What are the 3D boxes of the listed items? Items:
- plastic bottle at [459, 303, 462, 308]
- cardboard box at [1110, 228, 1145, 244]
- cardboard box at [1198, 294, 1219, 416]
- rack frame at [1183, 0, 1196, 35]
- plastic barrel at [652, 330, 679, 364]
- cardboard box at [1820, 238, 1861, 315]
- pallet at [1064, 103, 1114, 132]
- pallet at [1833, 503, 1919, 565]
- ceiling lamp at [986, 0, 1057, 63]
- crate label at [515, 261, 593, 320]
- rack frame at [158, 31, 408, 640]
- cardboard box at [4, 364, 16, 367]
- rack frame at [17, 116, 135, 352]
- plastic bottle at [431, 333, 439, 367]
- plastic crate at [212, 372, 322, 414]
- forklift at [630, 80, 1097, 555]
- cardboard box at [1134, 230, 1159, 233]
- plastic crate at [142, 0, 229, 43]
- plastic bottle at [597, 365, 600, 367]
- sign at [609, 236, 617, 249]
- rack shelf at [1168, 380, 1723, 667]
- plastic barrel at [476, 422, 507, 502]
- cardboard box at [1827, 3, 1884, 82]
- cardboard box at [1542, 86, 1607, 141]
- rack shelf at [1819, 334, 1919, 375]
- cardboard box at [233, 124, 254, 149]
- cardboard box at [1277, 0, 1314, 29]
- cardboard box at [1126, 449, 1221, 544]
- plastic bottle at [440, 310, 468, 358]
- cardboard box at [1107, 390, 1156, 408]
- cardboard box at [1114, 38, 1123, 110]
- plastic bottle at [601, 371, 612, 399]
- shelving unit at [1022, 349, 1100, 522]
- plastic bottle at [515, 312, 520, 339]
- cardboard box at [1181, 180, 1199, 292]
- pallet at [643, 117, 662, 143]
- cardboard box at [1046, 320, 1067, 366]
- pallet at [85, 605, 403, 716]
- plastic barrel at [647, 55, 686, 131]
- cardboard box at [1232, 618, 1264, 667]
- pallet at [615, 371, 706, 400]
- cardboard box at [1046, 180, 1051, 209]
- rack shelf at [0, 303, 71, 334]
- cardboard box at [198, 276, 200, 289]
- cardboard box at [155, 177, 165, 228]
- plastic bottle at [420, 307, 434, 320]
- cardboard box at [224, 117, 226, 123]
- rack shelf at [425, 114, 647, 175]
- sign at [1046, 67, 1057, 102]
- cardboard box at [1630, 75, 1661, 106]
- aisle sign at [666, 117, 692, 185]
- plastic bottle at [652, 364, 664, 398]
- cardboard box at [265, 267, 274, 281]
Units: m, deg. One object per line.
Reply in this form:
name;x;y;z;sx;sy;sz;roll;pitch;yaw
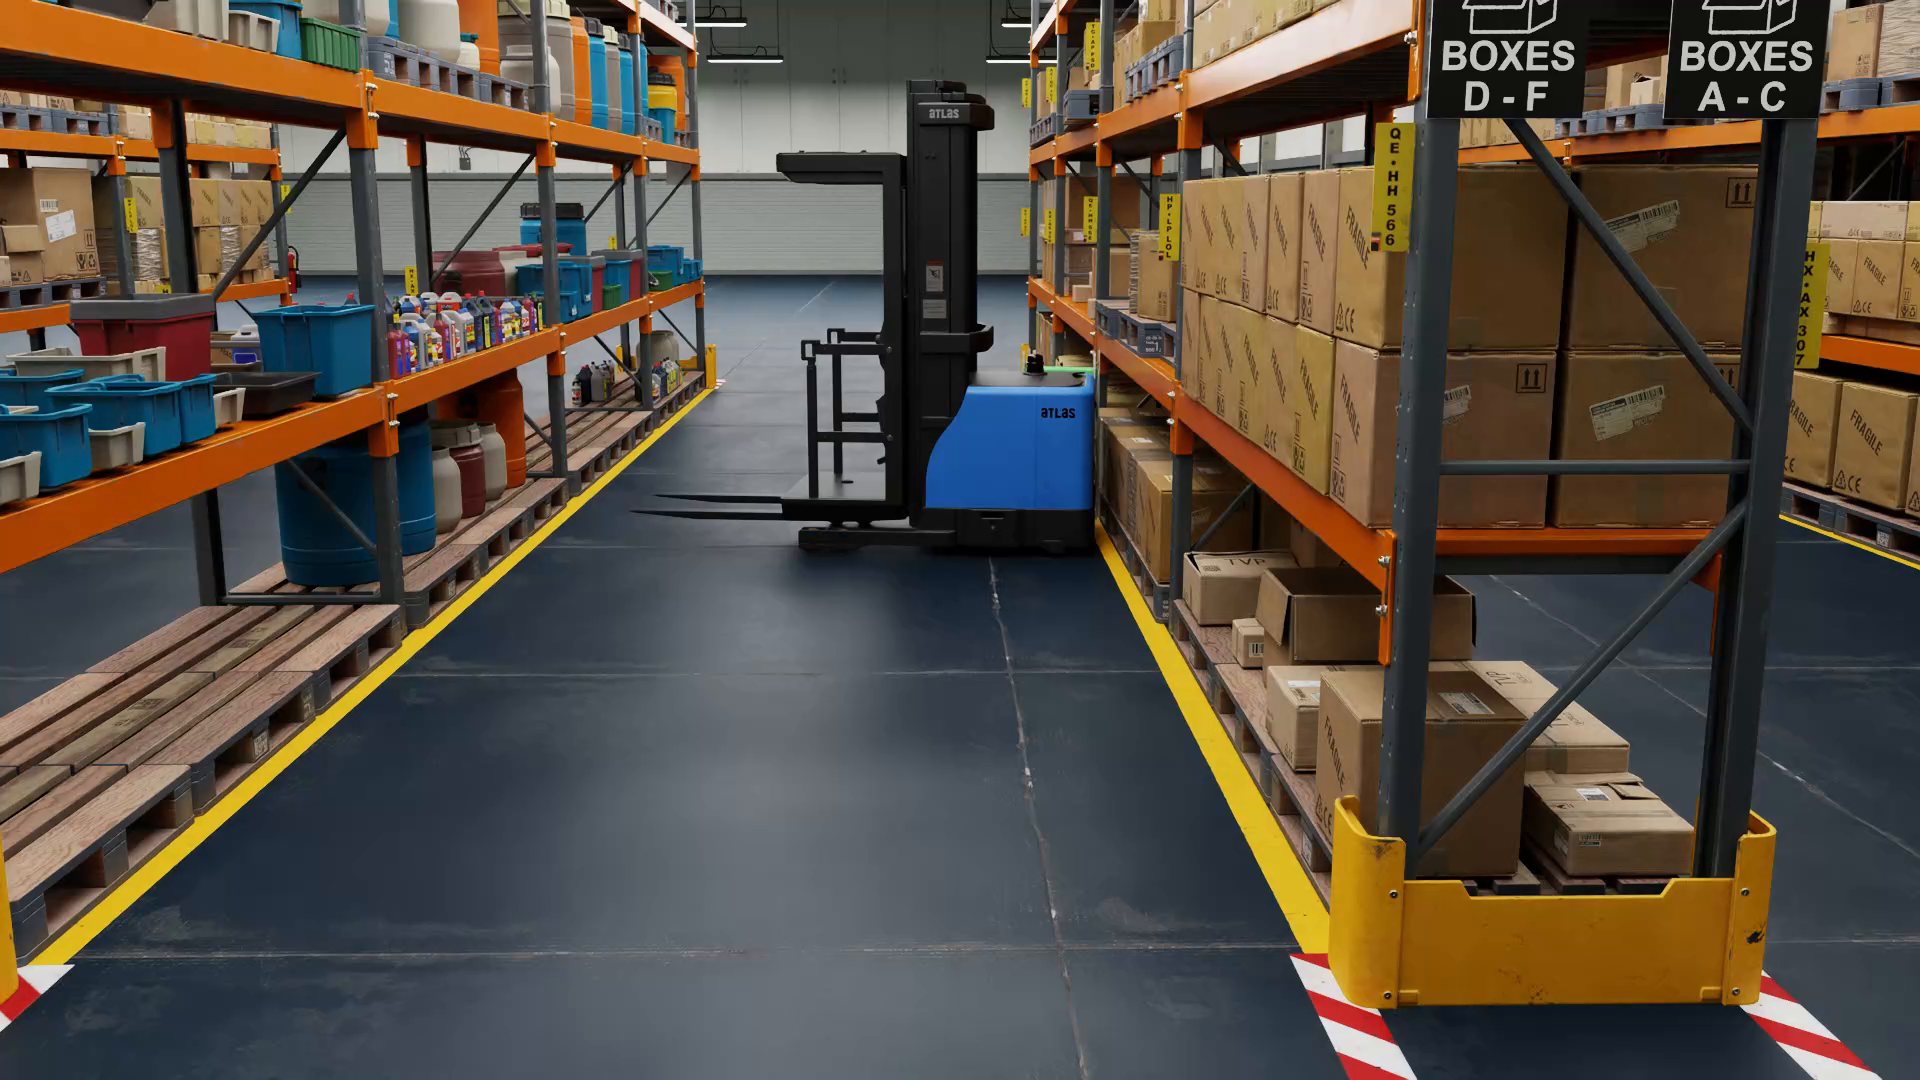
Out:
plastic bottle;-3.126;-1.357;10.496;0.061;0.283;0.133;0;11;-1
cardboard box;1.613;-2.993;16.385;0.380;0.149;0.250;0;11;-1
cardboard box;1.342;-0.826;7.337;0.500;0.500;0.500;0;11;0
rack frame;1.590;-3.922;7.757;1.000;3.000;0.127;0;11;-1
plastic barrel;-3.520;-2.203;19.577;0.421;0.512;0.421;0;11;0
cardboard box;6.216;-1.801;11.341;0.500;0.500;0.500;0;11;1
pallet;1.378;-3.511;13.752;1.003;0.211;1.213;0;11;1
pallet;6.423;-0.032;10.687;1.003;0.211;1.213;0;11;-1
ceiling lamp;1.675;-14.228;43.878;2.000;3.185;0.800;0;11;-1
crate label;-3.195;-1.973;13.151;0.502;0.435;0.616;0;11;-1
rack frame;-3.362;-0.962;8.257;1.000;3.000;0.127;0;11;-1
cardboard box;-8.488;-1.400;15.598;0.700;0.500;0.500;-1;12;-6
rack frame;-8.479;-2.532;15.995;1.000;3.000;0.127;0;11;-1
plastic bottle;-2.975;-1.073;9.306;0.097;0.201;0.097;0;11;0
plastic crate;-3.070;-0.635;7.187;0.437;0.125;0.590;0;11;-1
forklift;-0.623;-1.447;10.821;3.031;2.935;1.130;1;12;5
cardboard box;1.633;-1.907;11.606;0.700;0.500;0.500;-4;12;-20
plastic crate;-3.017;-2.021;6.229;0.437;0.282;0.530;0;11;-1
plastic bottle;-3.871;-1.736;17.827;0.097;0.271;0.097;0;11;0
sign;-4.160;-3.482;19.980;0.100;0.325;0.005;0;11;-1
rack shelf;1.632;-0.231;6.465;1.077;0.370;4.000;0;11;-1
plastic barrel;-3.317;-0.535;11.351;0.421;0.512;0.421;0;11;0
cardboard box;6.527;-3.438;11.560;0.700;0.500;0.500;-1;12;-6
cardboard box;6.120;-4.222;16.478;0.500;0.500;0.500;0;11;0
rack shelf;6.502;-1.048;10.488;1.077;0.370;4.000;0;11;-1
cardboard box;-8.285;-4.530;18.675;0.500;0.250;0.500;0;11;-1
cardboard box;1.376;-1.883;5.628;0.500;0.250;0.500;0;11;-1
cardboard box;1.282;-0.267;10.012;0.500;0.500;0.500;0;11;0
plastic bottle;-3.015;-1.225;9.865;0.152;0.276;0.135;0;11;-1
cardboard box;1.251;-1.013;12.957;0.500;0.311;0.500;0;11;0
cardboard box;1.550;-3.209;11.538;0.910;0.500;0.500;0;11;-1
plastic bottle;-3.685;-1.604;17.163;0.152;0.276;0.135;0;11;-1
shelving unit;0.699;-0.712;11.551;0.503;1.200;0.258;2;12;12
plastic bottle;-3.015;-1.454;11.182;0.097;0.201;0.097;0;11;0
cardboard box;1.319;-1.426;7.777;0.500;0.500;0.500;0;11;0
pallet;-3.640;-4.073;16.521;1.213;0.211;1.003;0;11;-1
cardboard box;1.184;-2.088;17.779;0.500;0.500;0.500;0;11;-1
pallet;-3.308;0.551;7.814;1.003;0.211;1.213;0;11;-1
plastic barrel;-3.473;-5.138;19.158;0.600;0.830;0.708;0;11;-1
cardboard box;1.411;0.448;7.328;0.380;0.166;0.250;0;11;-1
pallet;-3.550;-1.804;19.422;1.003;0.211;1.213;0;11;-1
cardboard box;1.357;-3.844;18.948;0.700;0.500;0.500;-1;11;-3
rack shelf;-8.438;-1.782;14.107;1.077;0.370;4.000;0;11;-1
cardboard box;-8.233;-2.701;17.461;0.380;0.149;0.250;0;11;-1
cardboard box;-8.246;-3.407;16.792;0.500;0.500;0.500;0;11;-1
plastic bottle;-3.625;-1.485;11.333;0.097;0.201;0.097;0;11;0
cardboard box;-8.331;-4.659;18.312;0.380;0.149;0.250;0;11;0
rack shelf;-3.486;-3.272;13.909;1.077;0.370;4.000;0;11;-1
sign;0.870;-4.332;15.822;0.100;0.325;0.005;0;11;-1
cardboard box;6.322;-3.994;14.824;0.500;0.311;0.500;0;11;1
aisle sign;-3.314;-4.637;19.833;0.394;0.787;0.004;0;11;-1
plastic bottle;-3.129;-1.632;17.114;0.144;0.351;0.185;0;11;0
cardboard box;-8.350;-3.148;19.664;0.380;0.149;0.250;0;11;-1
